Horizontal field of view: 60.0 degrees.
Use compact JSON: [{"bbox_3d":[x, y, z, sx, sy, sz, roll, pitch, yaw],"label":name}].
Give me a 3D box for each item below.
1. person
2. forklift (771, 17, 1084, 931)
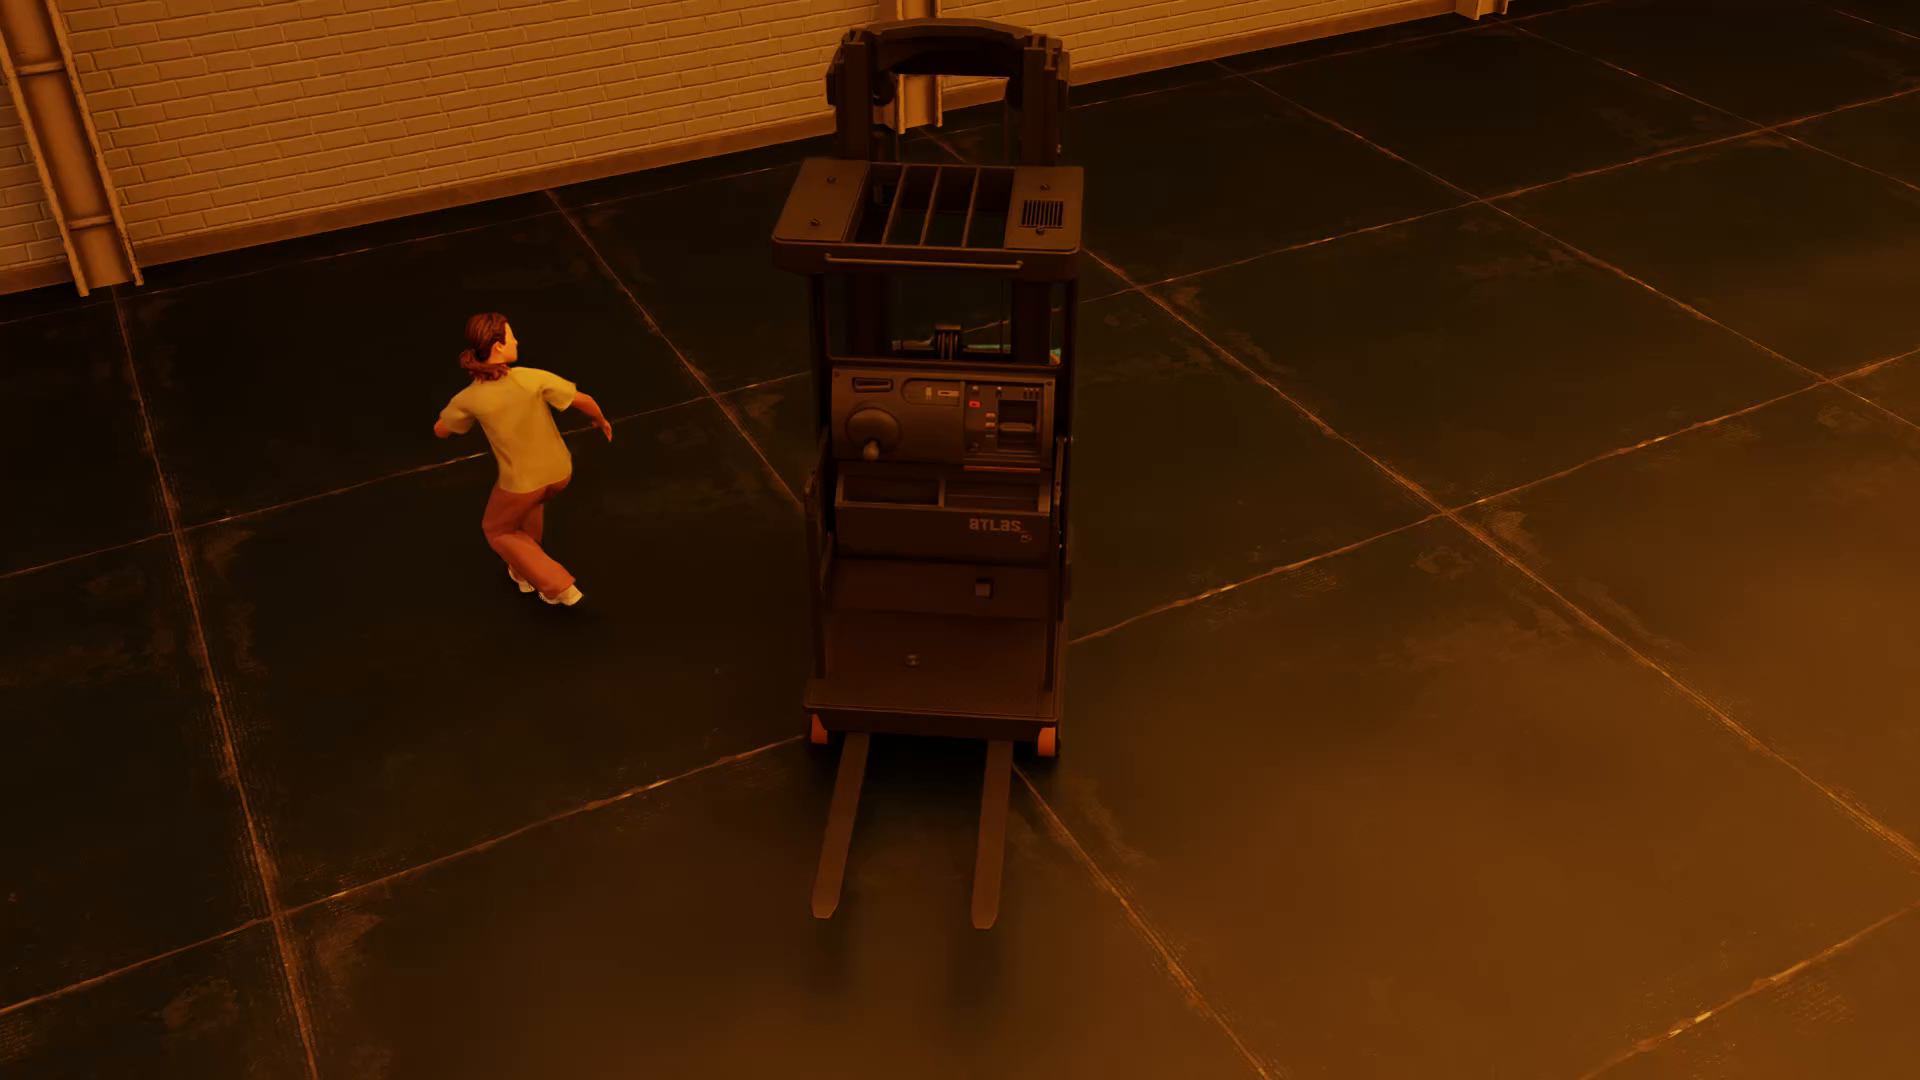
[{"bbox_3d":[-2.043,-0.401,7.904,0.794,1.542,0.786,-22,41,-28],"label":"person"},{"bbox_3d":[-0.089,-0.445,6.753,1.130,2.935,3.031,3,35,4],"label":"forklift"}]
